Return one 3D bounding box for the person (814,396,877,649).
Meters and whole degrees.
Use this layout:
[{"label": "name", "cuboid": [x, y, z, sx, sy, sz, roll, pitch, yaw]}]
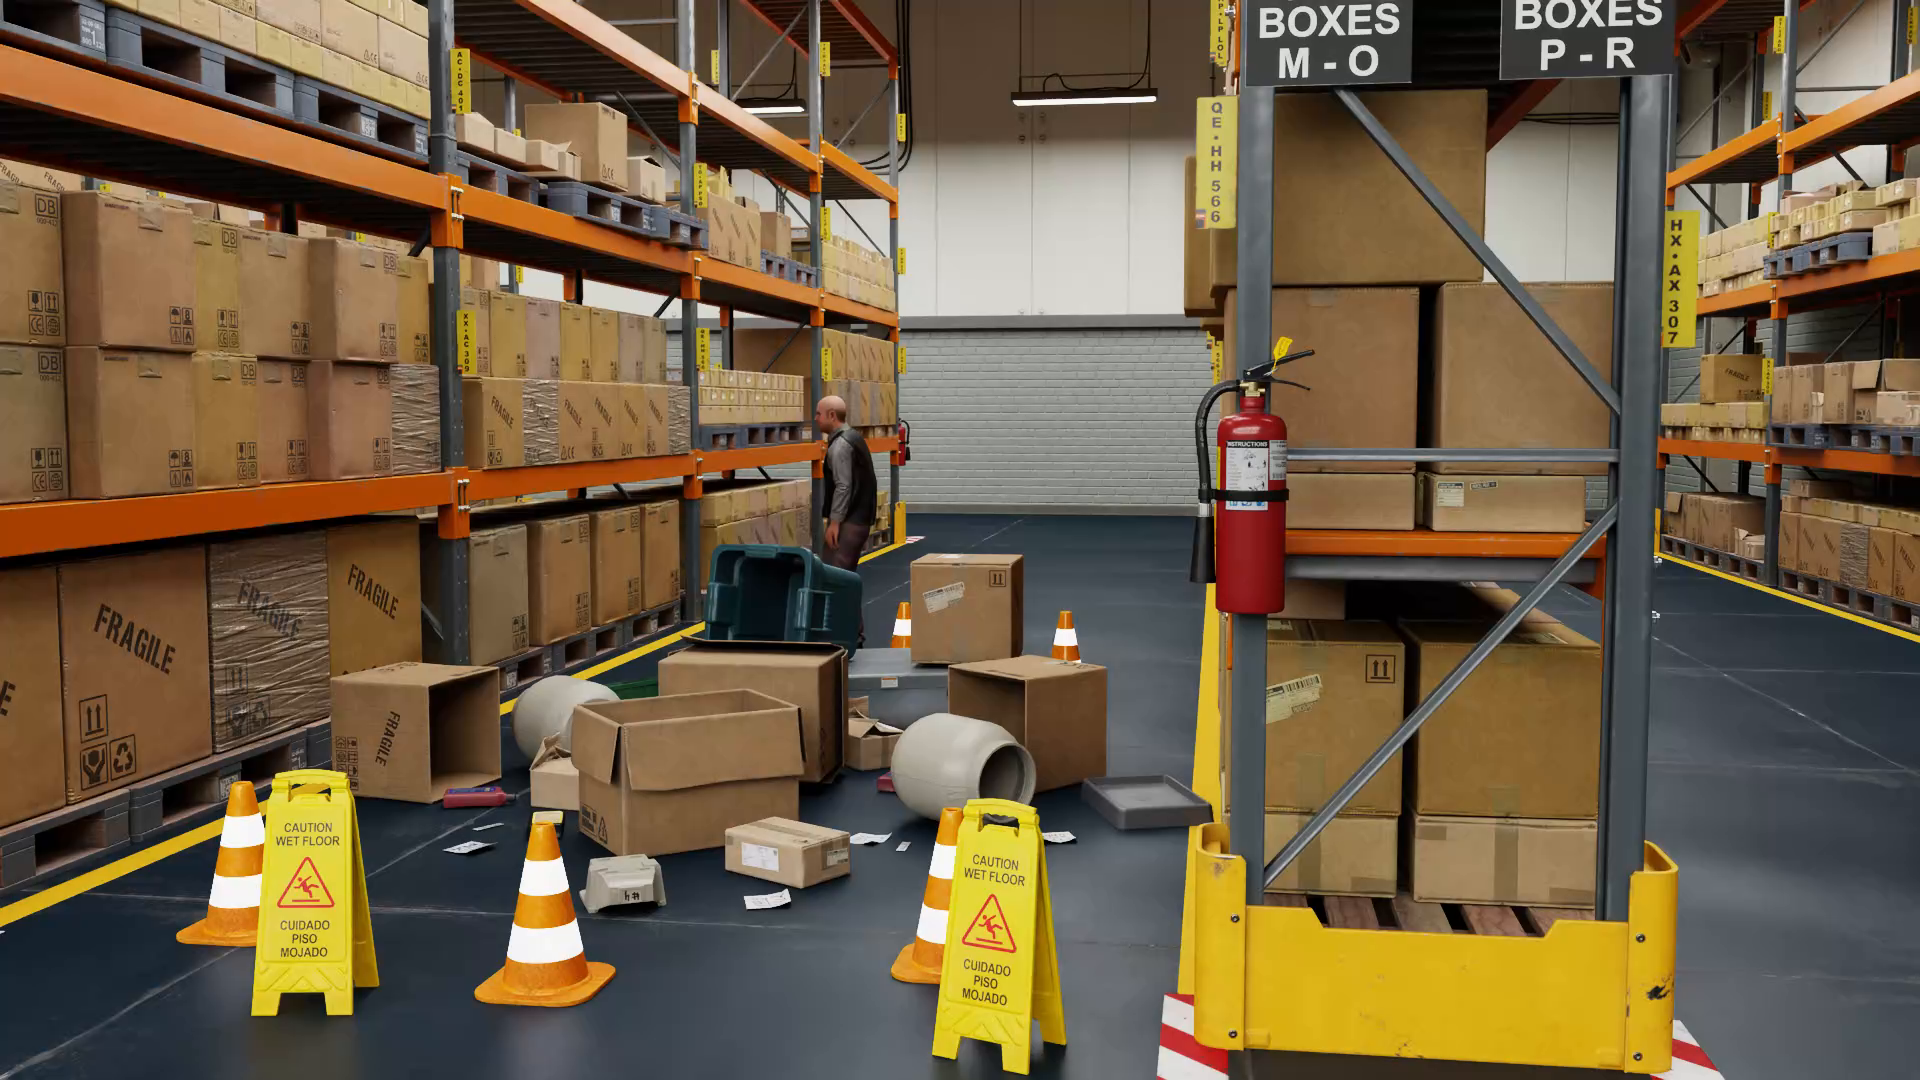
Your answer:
[{"label": "person", "cuboid": [-0.763, -0.096, 11.040, 0.426, 1.719, 0.578, 0, 4, 6]}]
